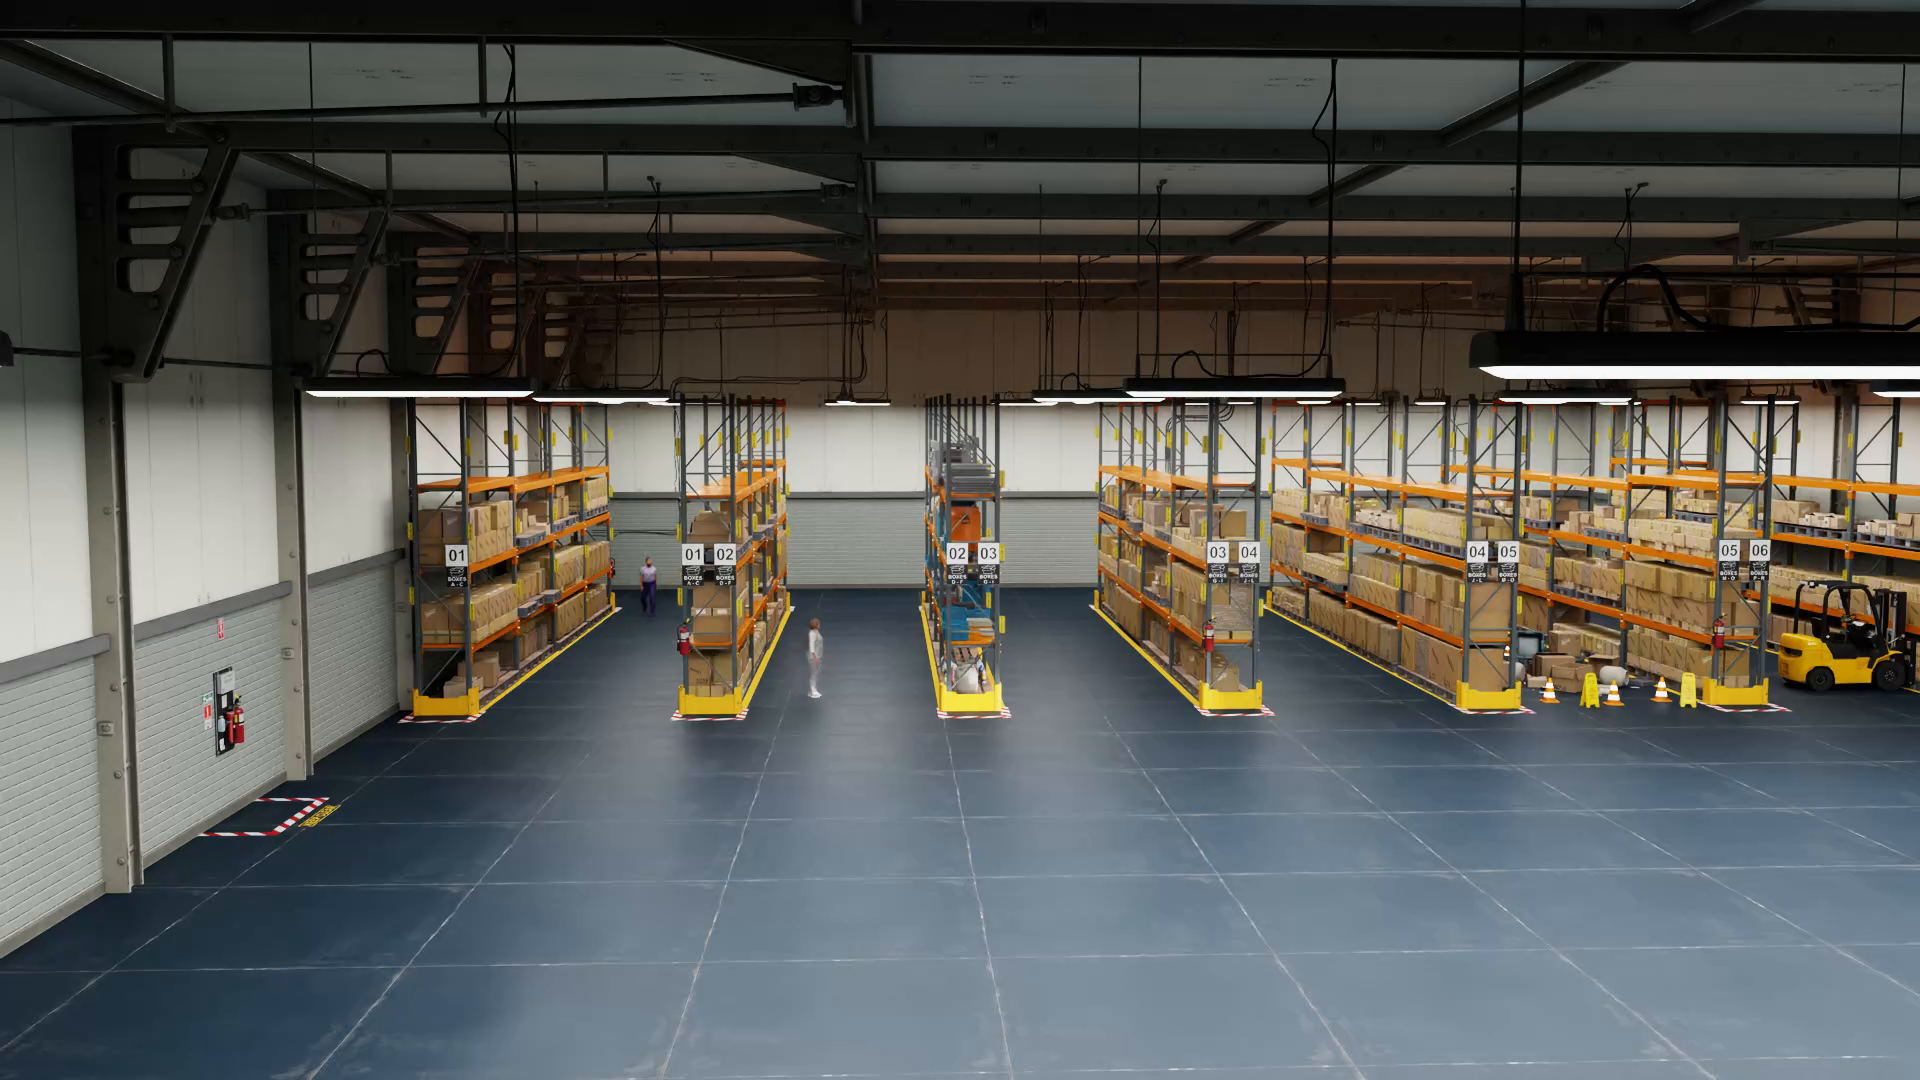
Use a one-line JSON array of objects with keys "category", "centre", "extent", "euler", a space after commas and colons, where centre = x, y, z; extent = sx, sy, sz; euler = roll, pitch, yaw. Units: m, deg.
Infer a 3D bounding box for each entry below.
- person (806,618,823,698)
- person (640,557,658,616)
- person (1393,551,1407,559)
[{"category": "person", "centre": [-2.888, 2.327, 32.879], "extent": [0.369, 1.595, 0.477], "euler": [1, 5, 17]}, {"category": "person", "centre": [-8.593, 1.273, 45.960], "extent": [0.475, 1.616, 0.665], "euler": [0, 5, -6]}, {"category": "person", "centre": [13.597, 0.787, 51.492], "extent": [1.028, 1.747, 0.639], "euler": [-2, 5, -29]}]
